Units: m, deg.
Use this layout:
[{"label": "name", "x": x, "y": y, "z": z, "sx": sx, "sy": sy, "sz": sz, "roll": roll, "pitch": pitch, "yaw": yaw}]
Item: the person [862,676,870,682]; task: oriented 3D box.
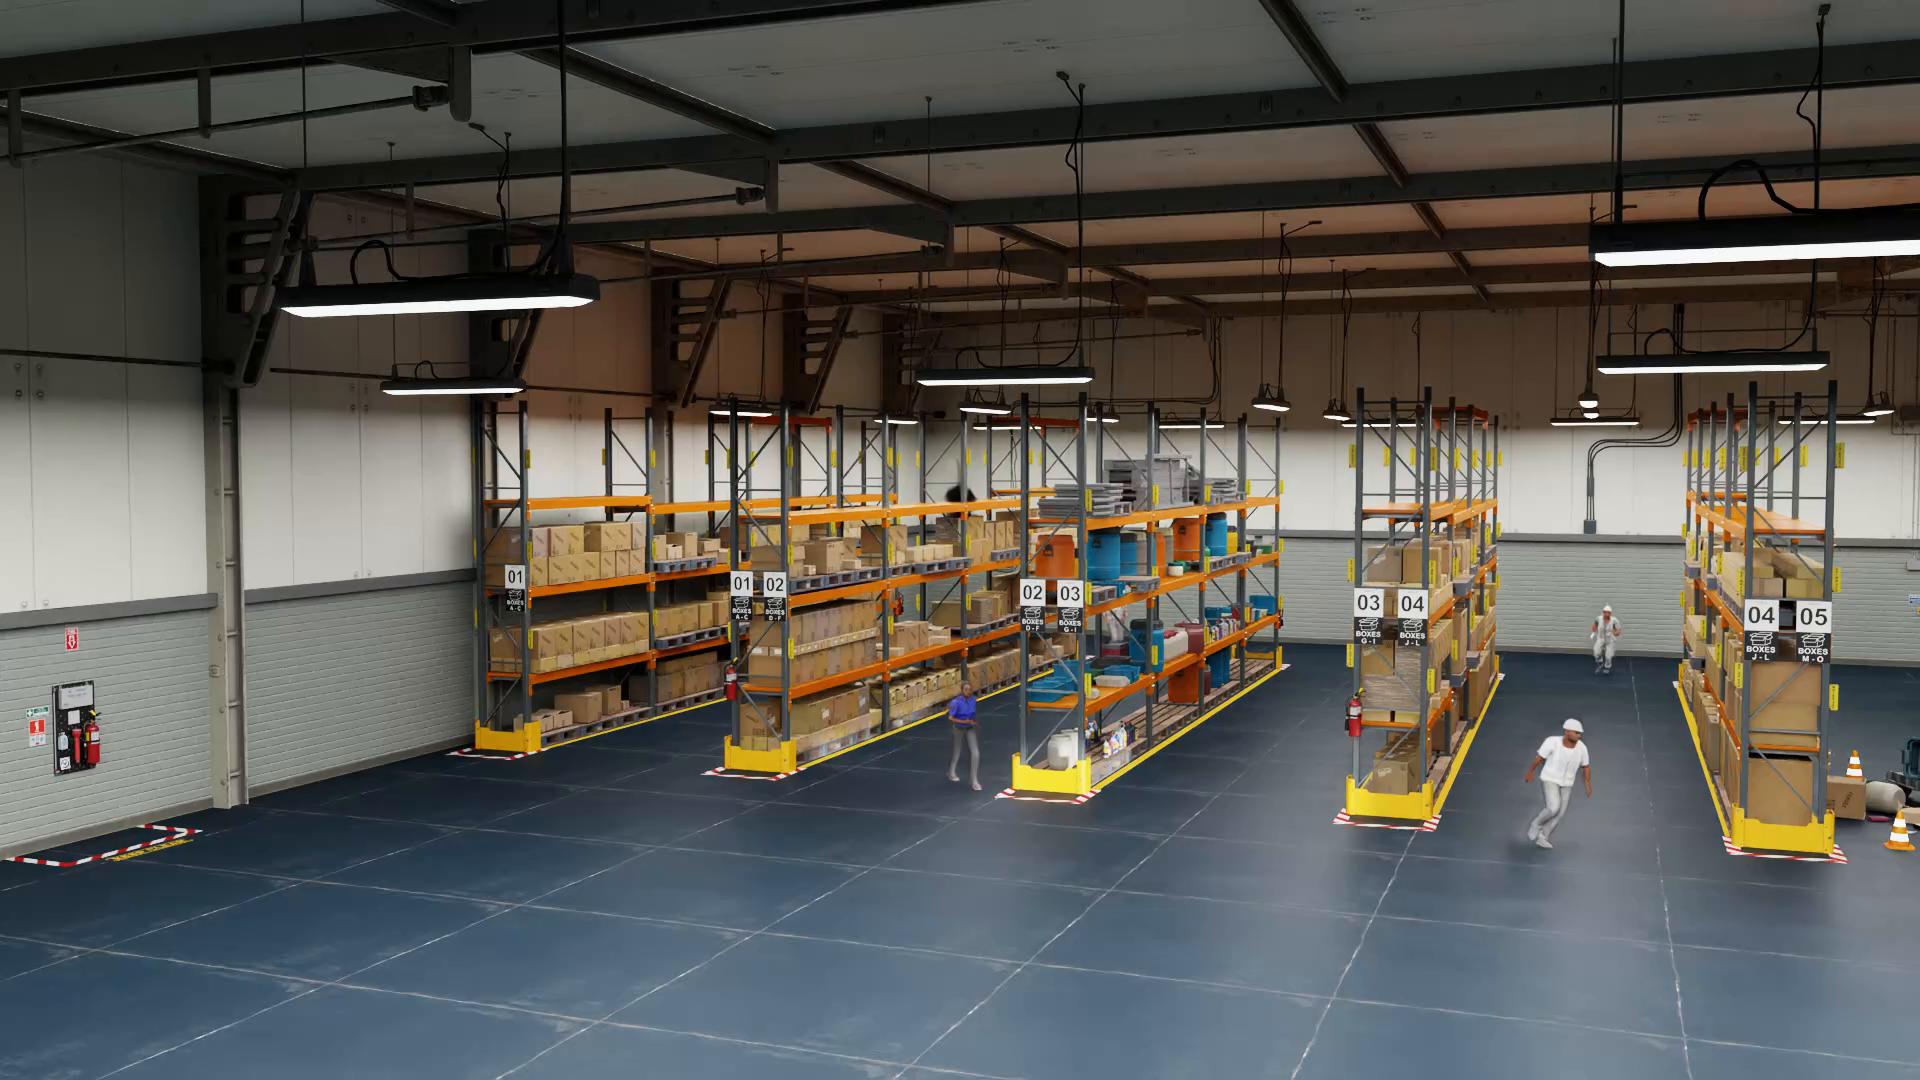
[{"label": "person", "x": -1.953, "y": 2.502, "z": 34.343, "sx": 0.607, "sy": 1.652, "sz": 0.935, "roll": 1, "pitch": 3, "yaw": 17}]

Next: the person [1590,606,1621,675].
[{"label": "person", "x": 14.825, "y": 2.320, "z": 38.224, "sx": 0.695, "sy": 1.649, "sz": 0.877, "roll": 2, "pitch": 3, "yaw": 29}]

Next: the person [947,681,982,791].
[{"label": "person", "x": 0.043, "y": 2.942, "z": 25.280, "sx": 0.589, "sy": 1.629, "sz": 0.939, "roll": -1, "pitch": 3, "yaw": -22}]

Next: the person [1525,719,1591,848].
[{"label": "person", "x": 7.689, "y": 3.108, "z": 21.308, "sx": 0.691, "sy": 1.686, "sz": 0.753, "roll": -1, "pitch": 3, "yaw": -11}]

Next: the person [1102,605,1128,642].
[{"label": "person", "x": 3.903, "y": 2.094, "z": 41.872, "sx": 0.675, "sy": 1.761, "sz": 0.722, "roll": 0, "pitch": 3, "yaw": -4}]
